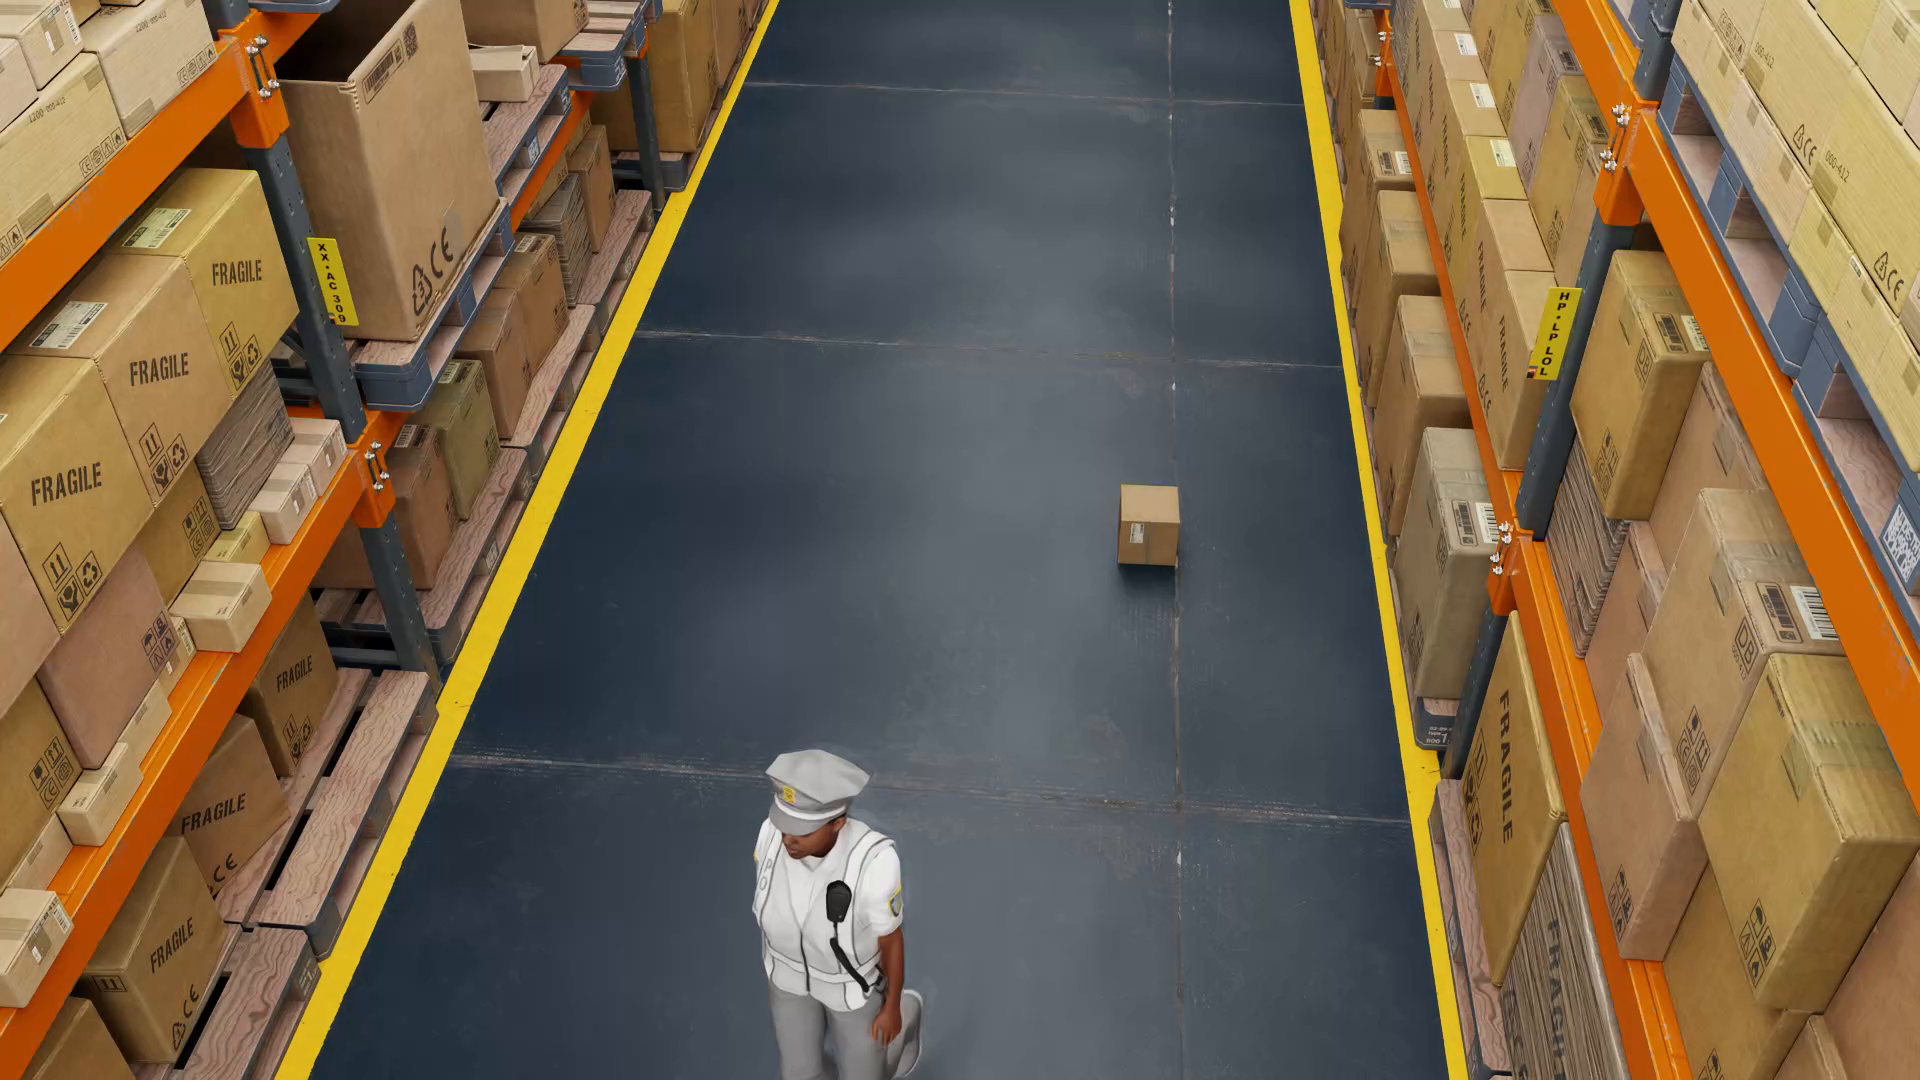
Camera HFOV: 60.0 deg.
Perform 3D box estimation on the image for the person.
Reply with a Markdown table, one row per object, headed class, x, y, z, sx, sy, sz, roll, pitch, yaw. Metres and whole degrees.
| class | x | y | z | sx | sy | sz | roll | pitch | yaw |
| --- | --- | --- | --- | --- | --- | --- | --- | --- | --- |
| person | -0.345 | 1.181 | 4.711 | 0.460 | 1.672 | 0.609 | 15 | 43 | 17 |
